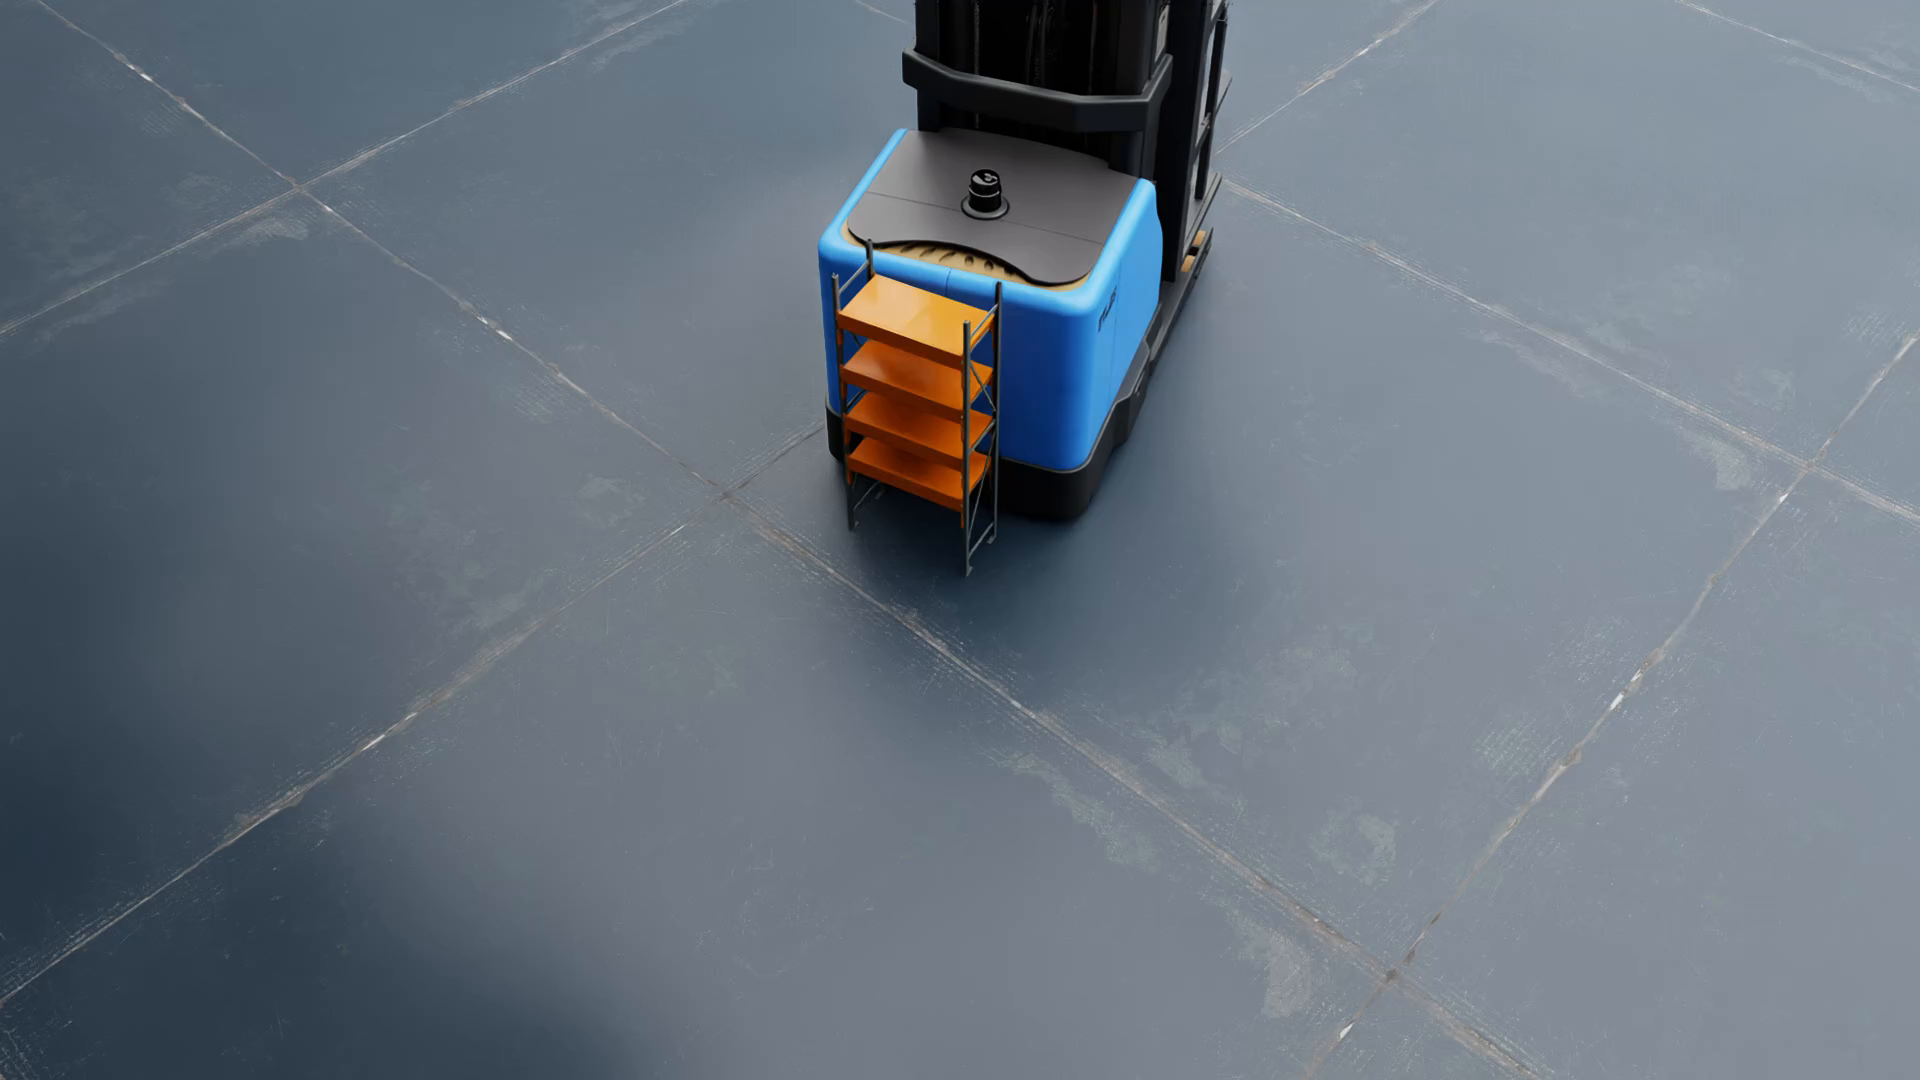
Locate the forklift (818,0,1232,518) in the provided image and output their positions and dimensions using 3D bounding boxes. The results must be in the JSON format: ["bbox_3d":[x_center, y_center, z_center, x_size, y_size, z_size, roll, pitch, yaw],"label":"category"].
[{"bbox_3d":[0.476,-2.179,6.286,1.130,2.935,3.031,15,49,14],"label":"forklift"}]

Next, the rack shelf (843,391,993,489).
[{"bbox_3d":[-0.142,-0.389,5.885,0.480,0.148,0.258,21,50,19],"label":"rack shelf"}]

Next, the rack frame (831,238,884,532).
[{"bbox_3d":[-0.356,-0.520,5.915,0.015,1.200,0.240,21,50,19],"label":"rack frame"}]

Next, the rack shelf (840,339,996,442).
[{"bbox_3d":[-0.142,-0.542,5.722,0.480,0.148,0.258,21,50,19],"label":"rack shelf"}]

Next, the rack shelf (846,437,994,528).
[{"bbox_3d":[-0.142,-0.253,6.030,0.480,0.148,0.258,21,50,19],"label":"rack shelf"}]

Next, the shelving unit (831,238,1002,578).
[{"bbox_3d":[-0.142,-0.435,5.836,0.503,1.200,0.258,21,50,19],"label":"shelving unit"}]

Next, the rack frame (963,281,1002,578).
[{"bbox_3d":[0.073,-0.351,5.756,0.015,1.200,0.240,21,50,19],"label":"rack frame"}]

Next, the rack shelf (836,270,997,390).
[{"bbox_3d":[-0.142,-0.704,5.549,0.480,0.148,0.258,21,50,19],"label":"rack shelf"}]
